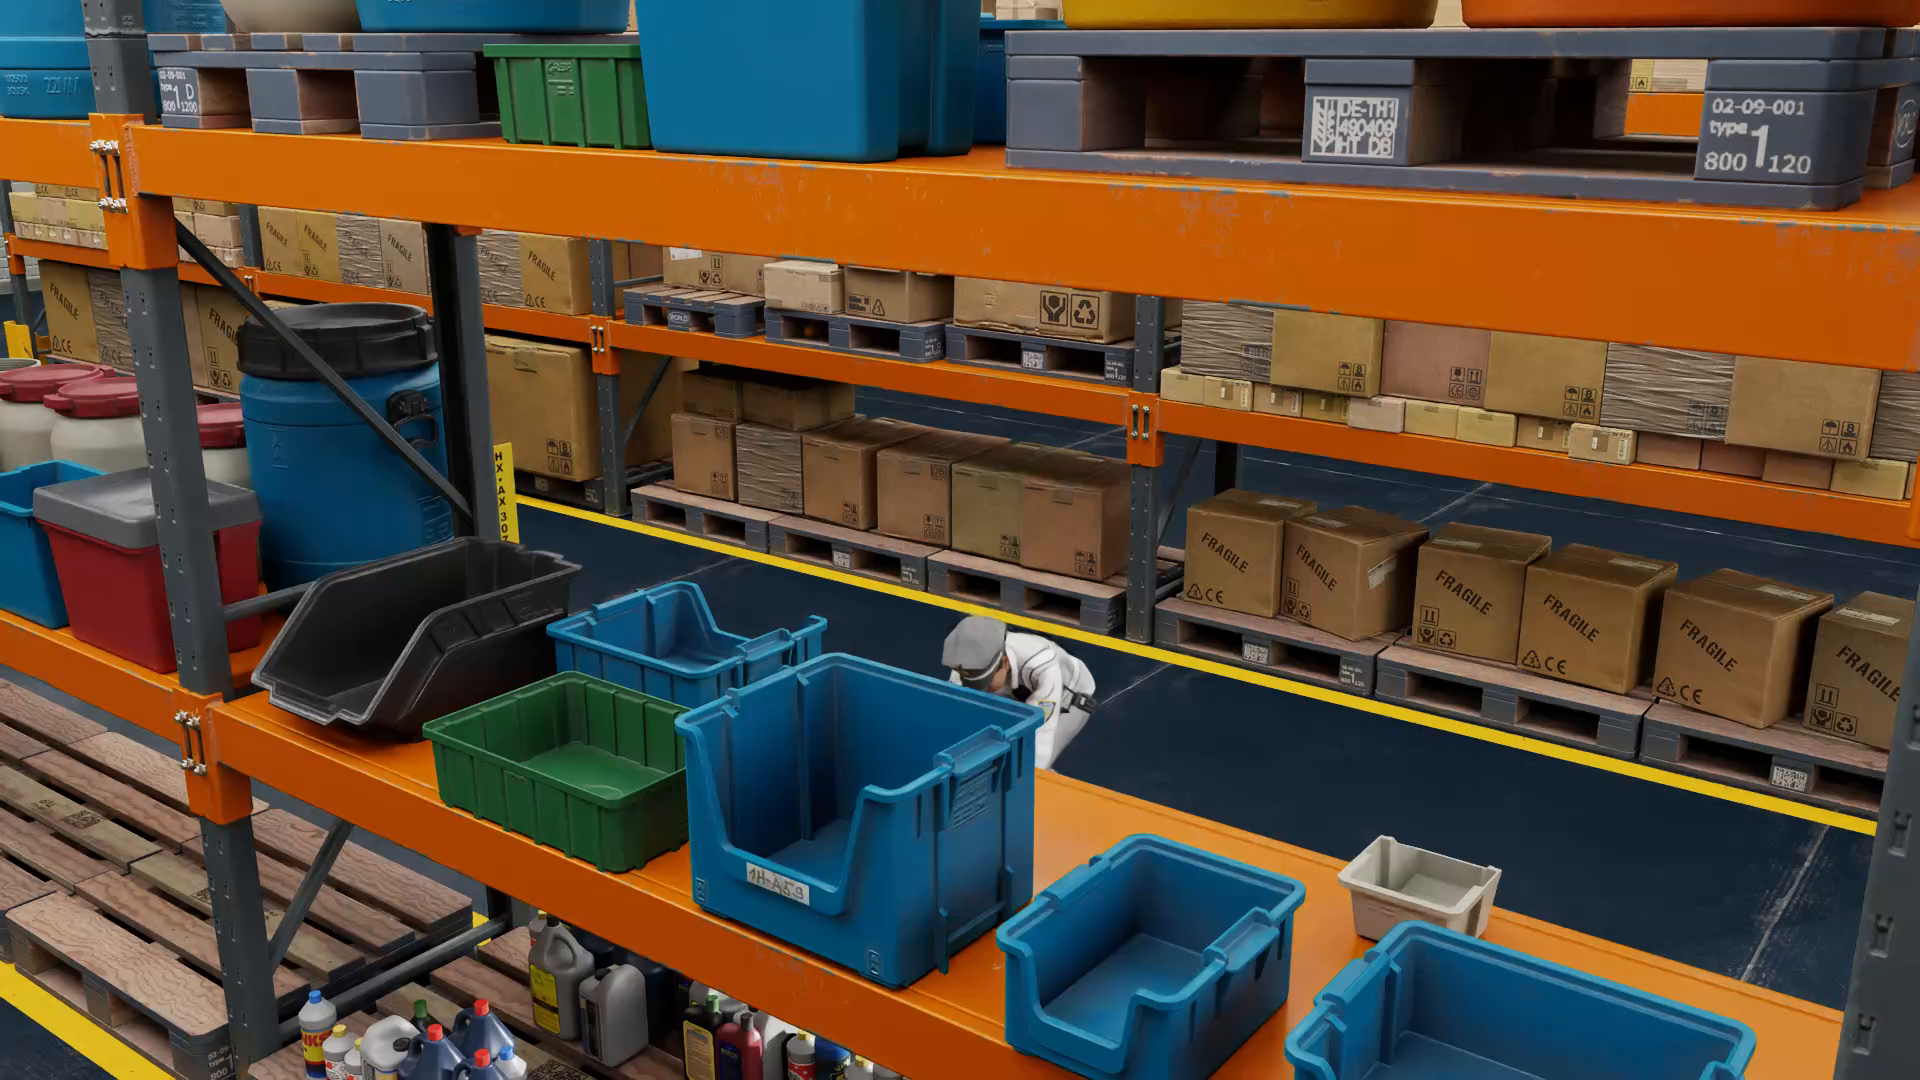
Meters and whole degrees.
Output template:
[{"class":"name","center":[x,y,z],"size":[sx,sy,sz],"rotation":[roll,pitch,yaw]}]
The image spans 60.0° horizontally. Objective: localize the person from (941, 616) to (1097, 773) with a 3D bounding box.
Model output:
[{"class":"person","center":[0.216,0.704,6.345],"size":[0.498,1.006,0.840],"rotation":[12,20,35]}]
